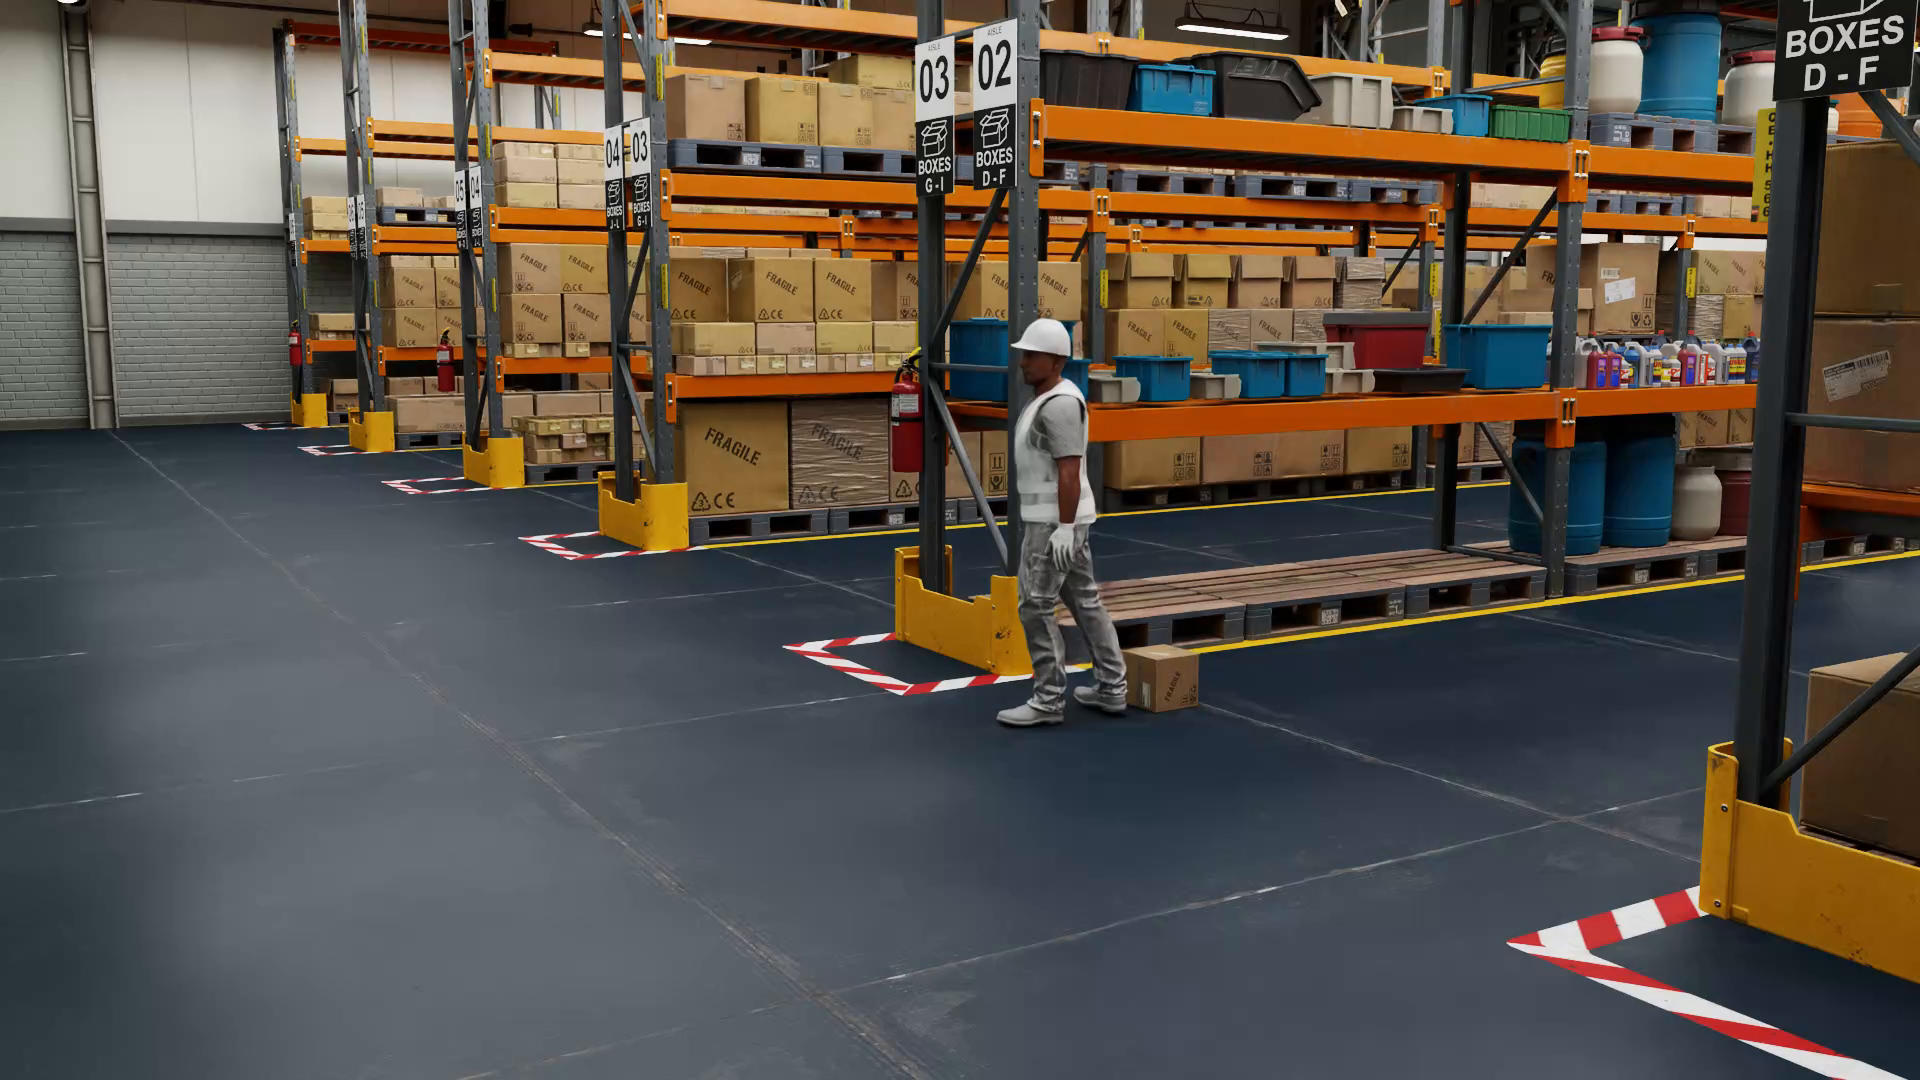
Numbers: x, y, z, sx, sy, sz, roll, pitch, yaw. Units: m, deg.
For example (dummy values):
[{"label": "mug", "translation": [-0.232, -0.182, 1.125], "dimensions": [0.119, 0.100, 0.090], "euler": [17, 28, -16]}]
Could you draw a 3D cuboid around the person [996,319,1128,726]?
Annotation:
[{"label": "person", "translation": [0.458, -0.076, 7.301], "dimensions": [0.578, 1.777, 0.582], "euler": [1, 8, 5]}]
